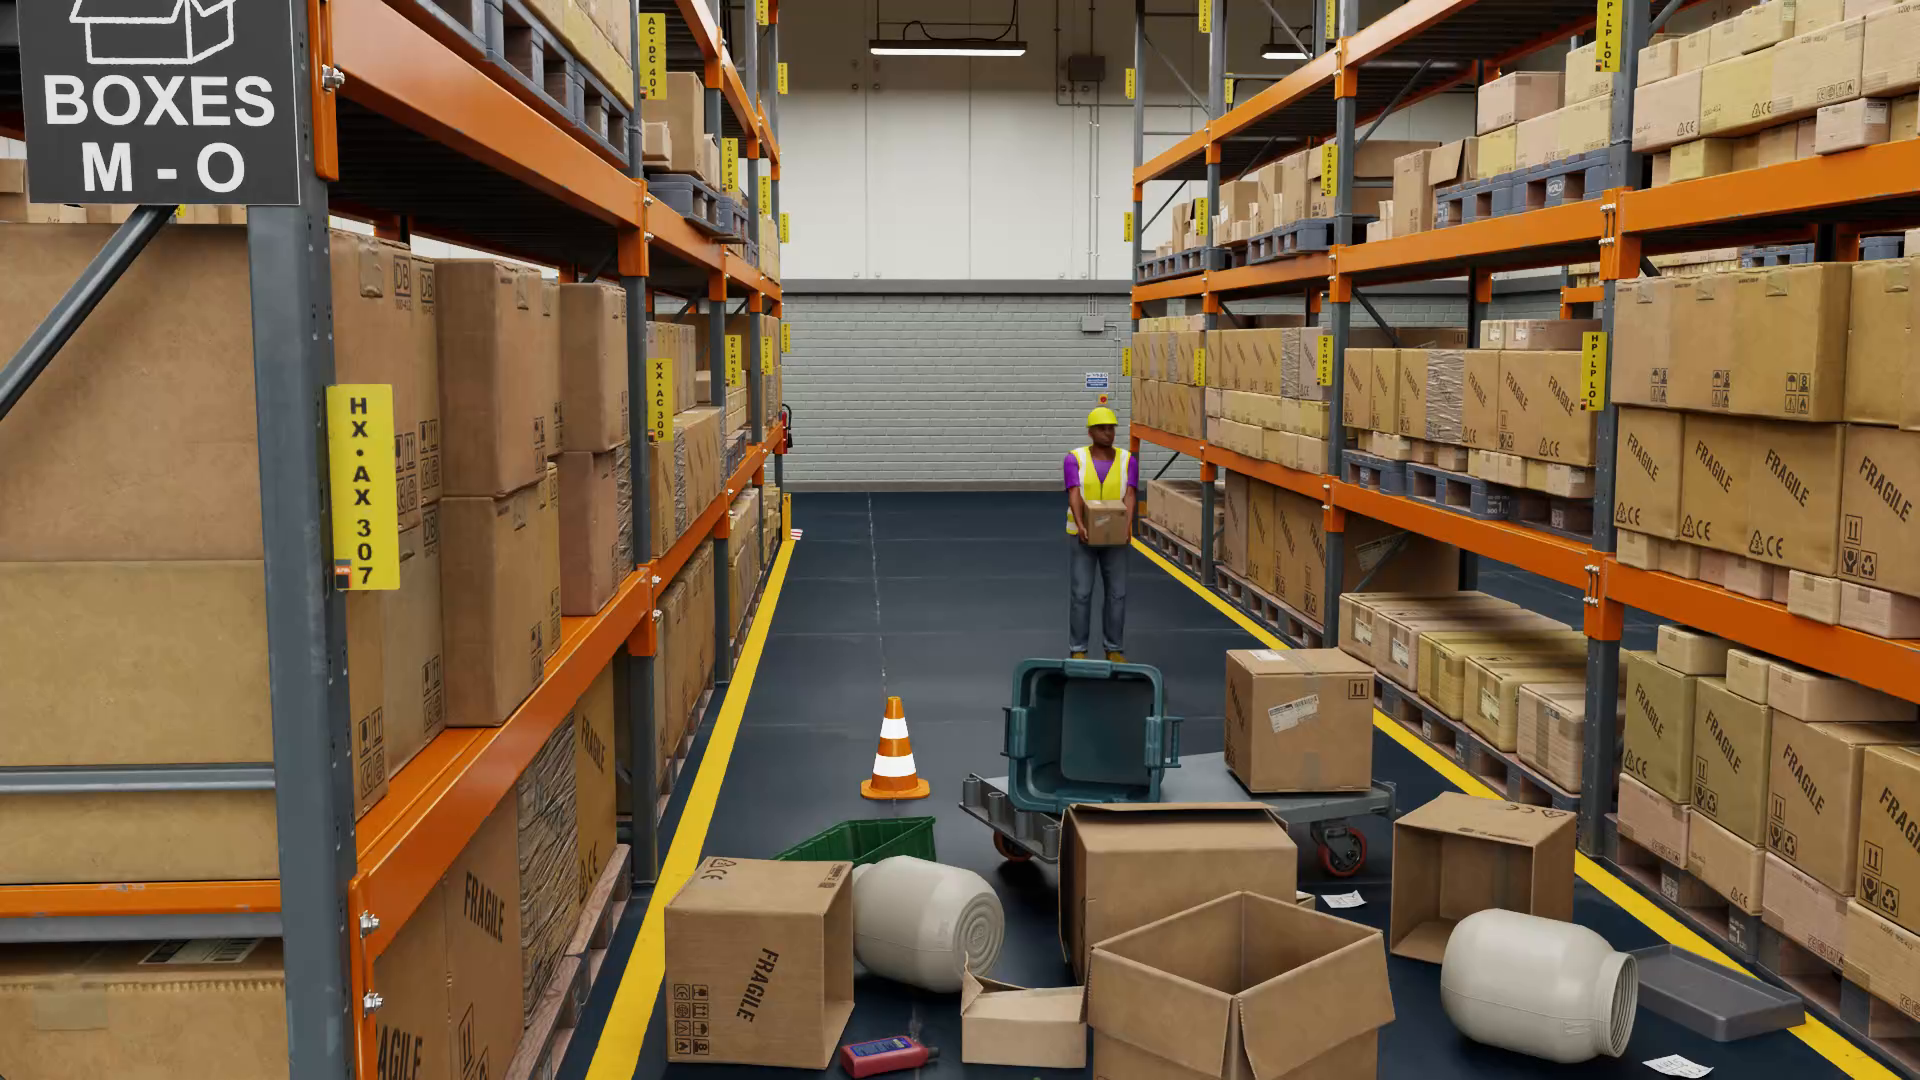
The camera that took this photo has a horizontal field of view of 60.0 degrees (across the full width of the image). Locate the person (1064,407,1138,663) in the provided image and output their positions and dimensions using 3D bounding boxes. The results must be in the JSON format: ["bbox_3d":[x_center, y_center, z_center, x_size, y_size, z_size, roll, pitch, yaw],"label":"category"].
[{"bbox_3d":[0.961,-0.006,11.203,0.505,1.763,0.558,0,7,-4],"label":"person"}]
